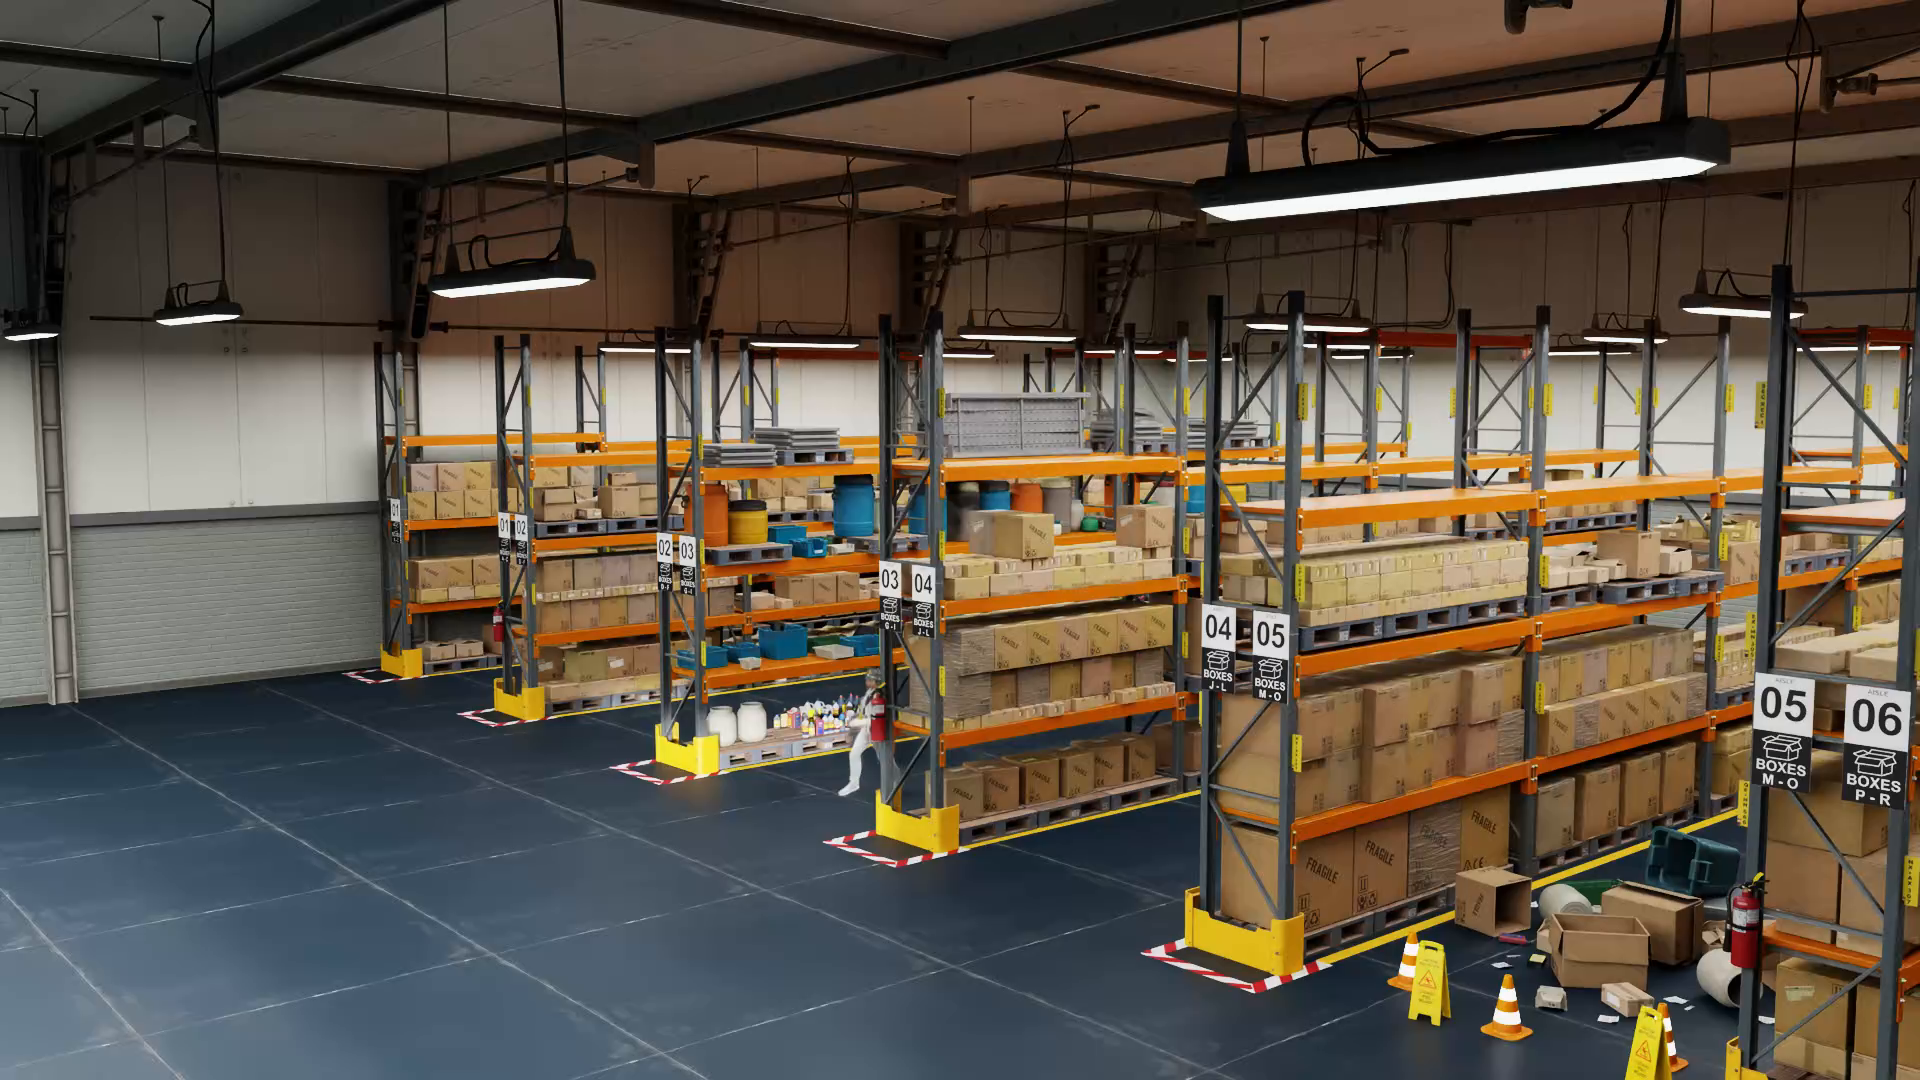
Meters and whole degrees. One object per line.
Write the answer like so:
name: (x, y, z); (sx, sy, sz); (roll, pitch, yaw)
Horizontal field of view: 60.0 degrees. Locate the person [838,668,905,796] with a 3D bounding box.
person: (-1.052, 2.417, 20.924); (0.816, 1.668, 0.653); (-3, 6, -27)
